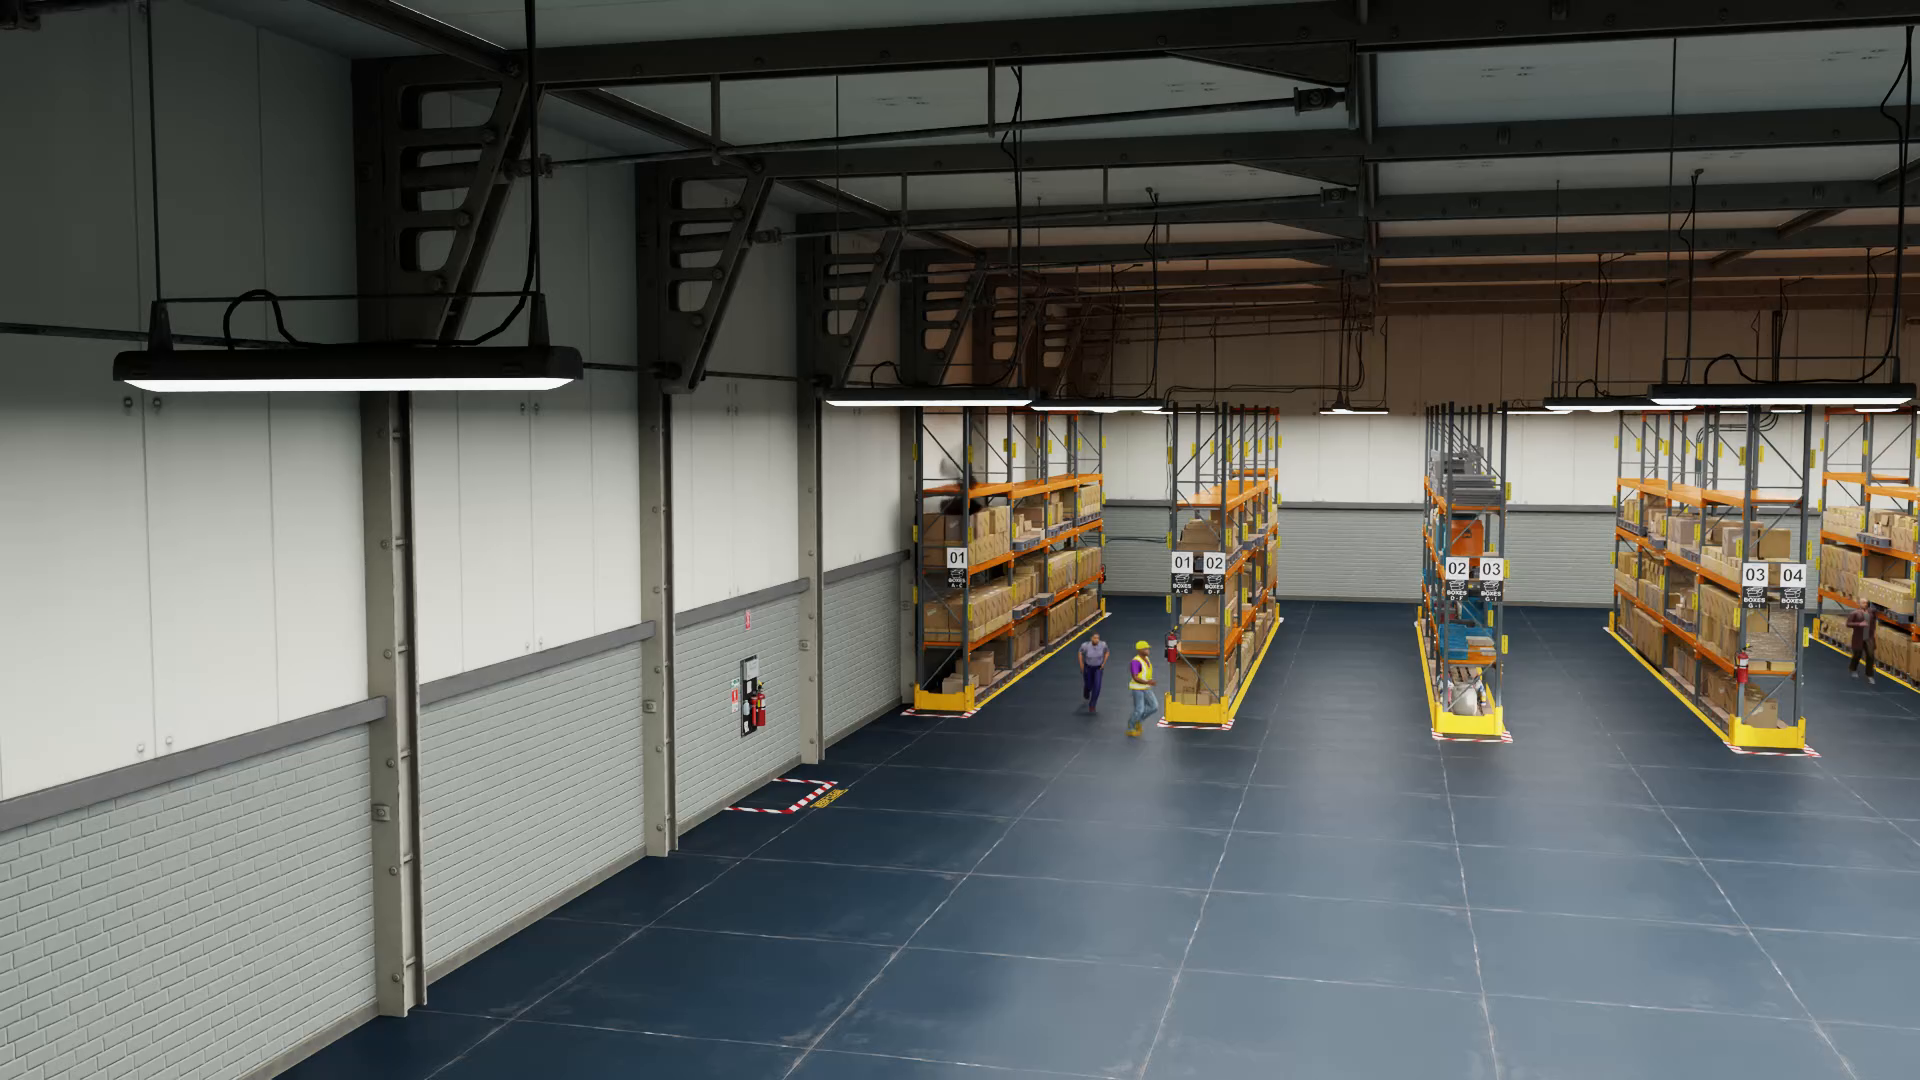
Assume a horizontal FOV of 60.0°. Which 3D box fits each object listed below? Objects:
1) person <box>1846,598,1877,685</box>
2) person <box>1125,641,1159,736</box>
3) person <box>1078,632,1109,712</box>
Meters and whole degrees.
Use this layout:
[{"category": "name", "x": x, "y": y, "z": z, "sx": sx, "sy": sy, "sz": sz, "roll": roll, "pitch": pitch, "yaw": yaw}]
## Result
[{"category": "person", "x": 19.517, "y": 2.163, "z": 35.975, "sx": 0.697, "sy": 1.828, "sz": 0.916, "roll": 1, "pitch": 4, "yaw": 8}, {"category": "person", "x": 3.282, "y": 2.654, "z": 29.740, "sx": 0.700, "sy": 1.715, "sz": 0.682, "roll": 3, "pitch": 5, "yaw": 35}, {"category": "person", "x": 2.600, "y": 2.558, "z": 32.574, "sx": 0.606, "sy": 1.601, "sz": 0.819, "roll": -1, "pitch": 4, "yaw": -9}]
